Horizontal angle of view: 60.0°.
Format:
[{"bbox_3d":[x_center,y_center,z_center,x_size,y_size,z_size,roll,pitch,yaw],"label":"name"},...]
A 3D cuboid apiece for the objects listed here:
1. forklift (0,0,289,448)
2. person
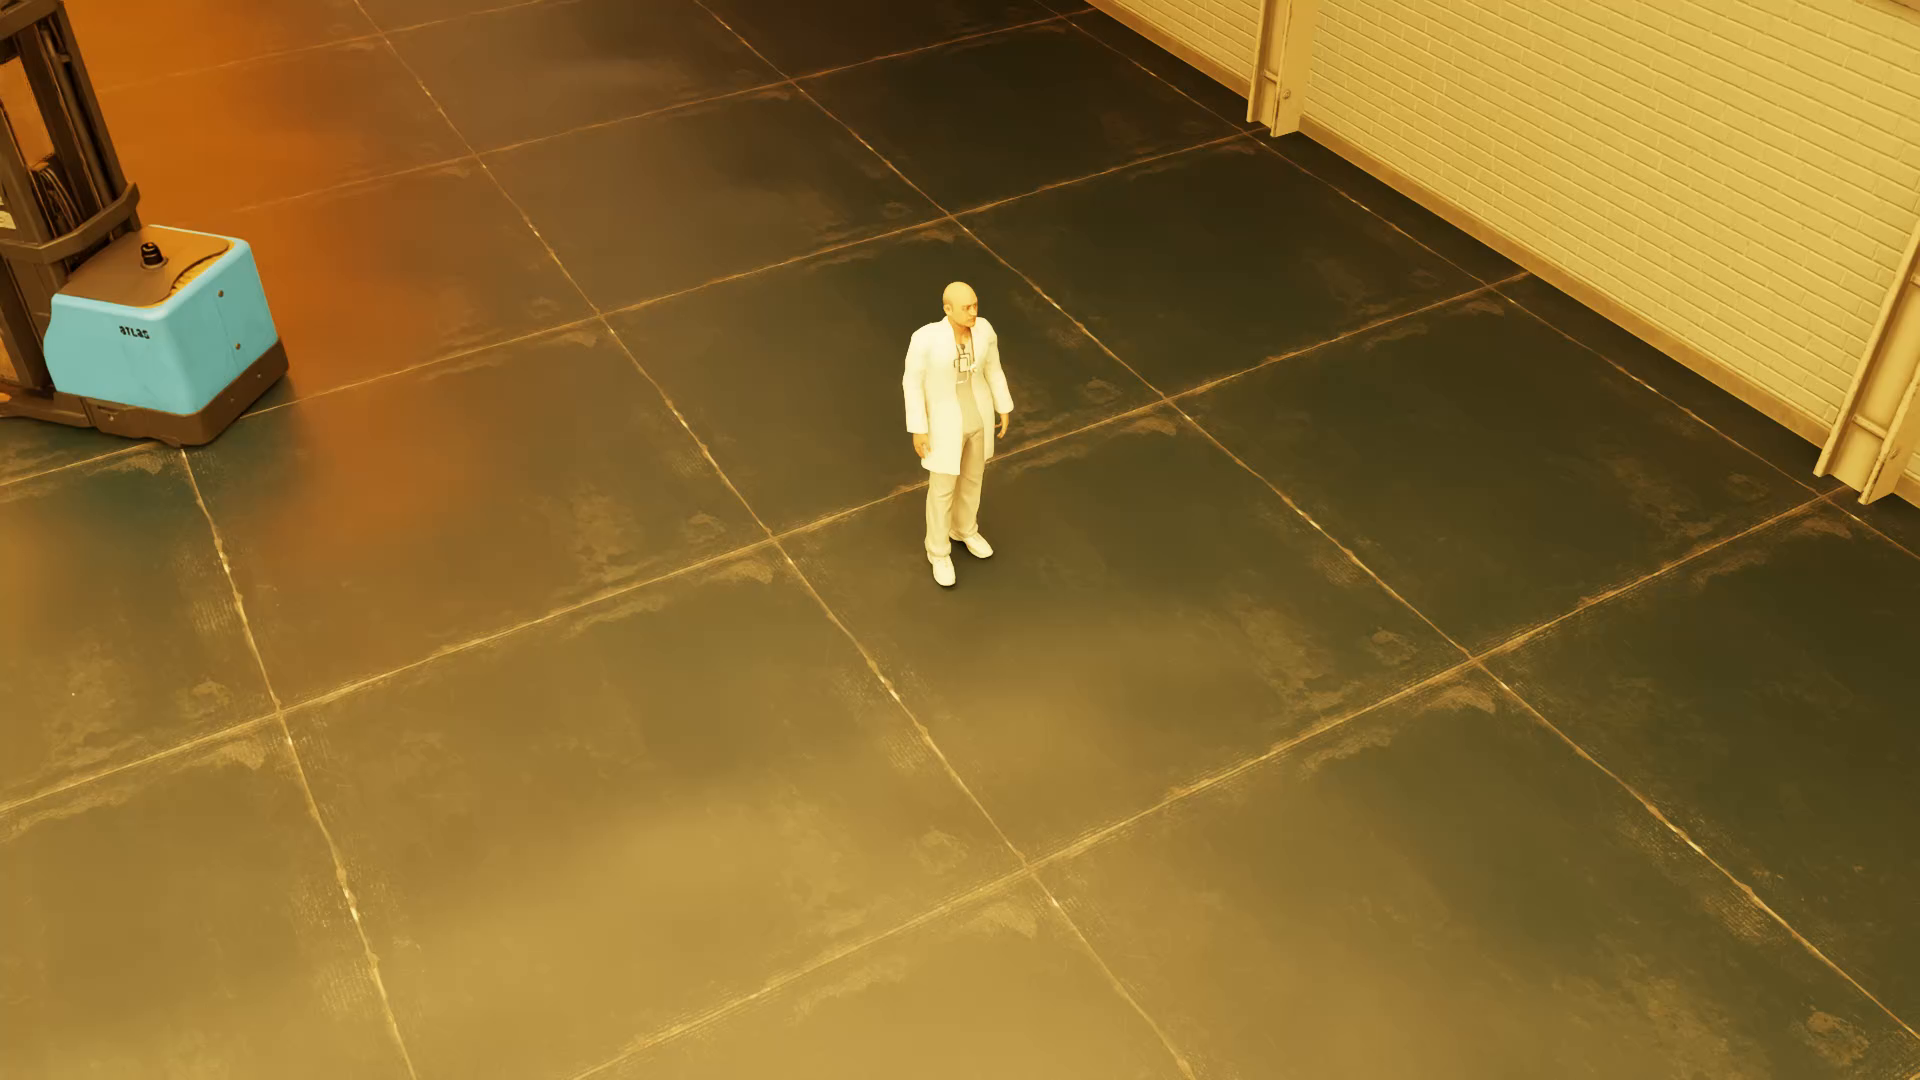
[{"bbox_3d":[-6.285,-2.273,10.777,3.031,2.935,1.130,11,41,13],"label":"forklift"},{"bbox_3d":[0.041,-0.634,9.702,0.696,1.764,0.581,-20,44,-23],"label":"person"}]
